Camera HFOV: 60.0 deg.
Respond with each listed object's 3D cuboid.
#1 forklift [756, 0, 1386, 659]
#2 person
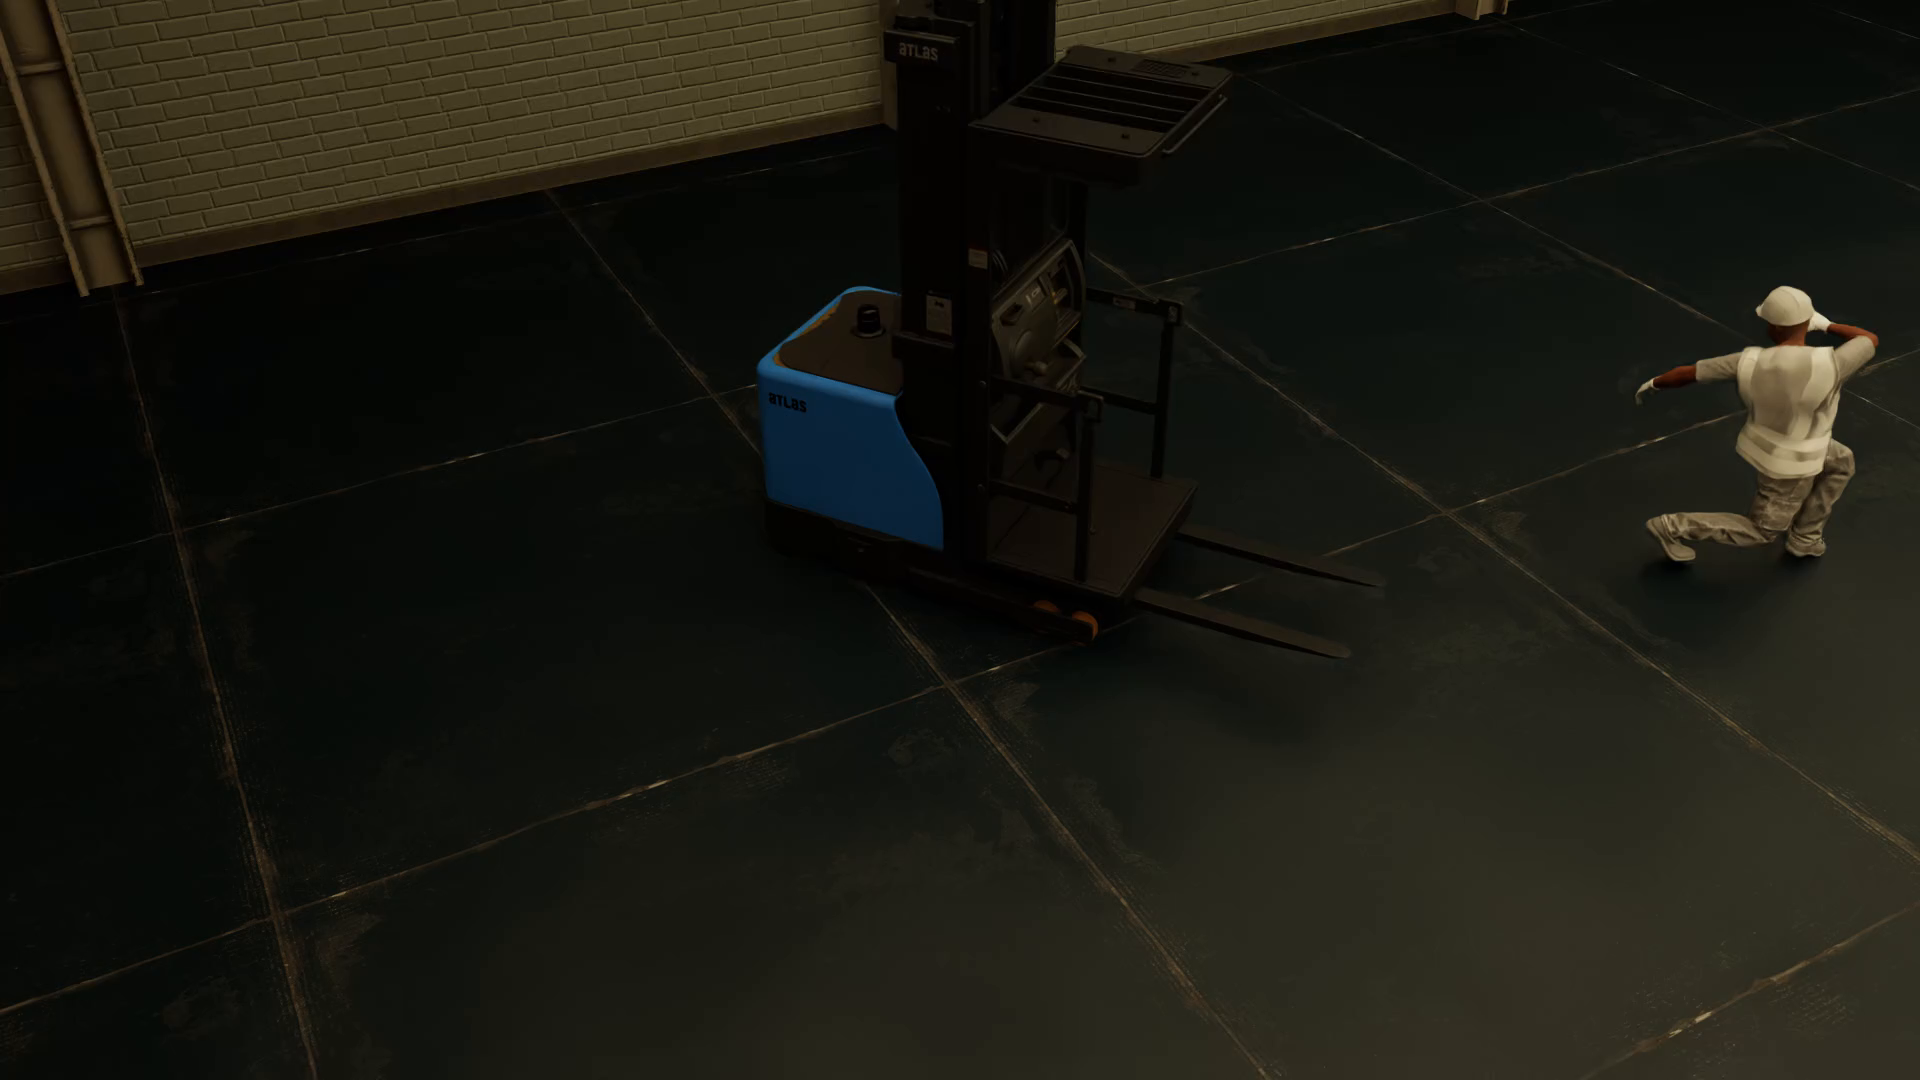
[{"bbox_3d":[0.548,-1.041,7.596,3.031,2.935,1.130,16,38,21],"label":"forklift"},{"bbox_3d":[3.949,-0.607,8.239,0.993,1.501,0.857,-8,36,-10],"label":"person"}]
